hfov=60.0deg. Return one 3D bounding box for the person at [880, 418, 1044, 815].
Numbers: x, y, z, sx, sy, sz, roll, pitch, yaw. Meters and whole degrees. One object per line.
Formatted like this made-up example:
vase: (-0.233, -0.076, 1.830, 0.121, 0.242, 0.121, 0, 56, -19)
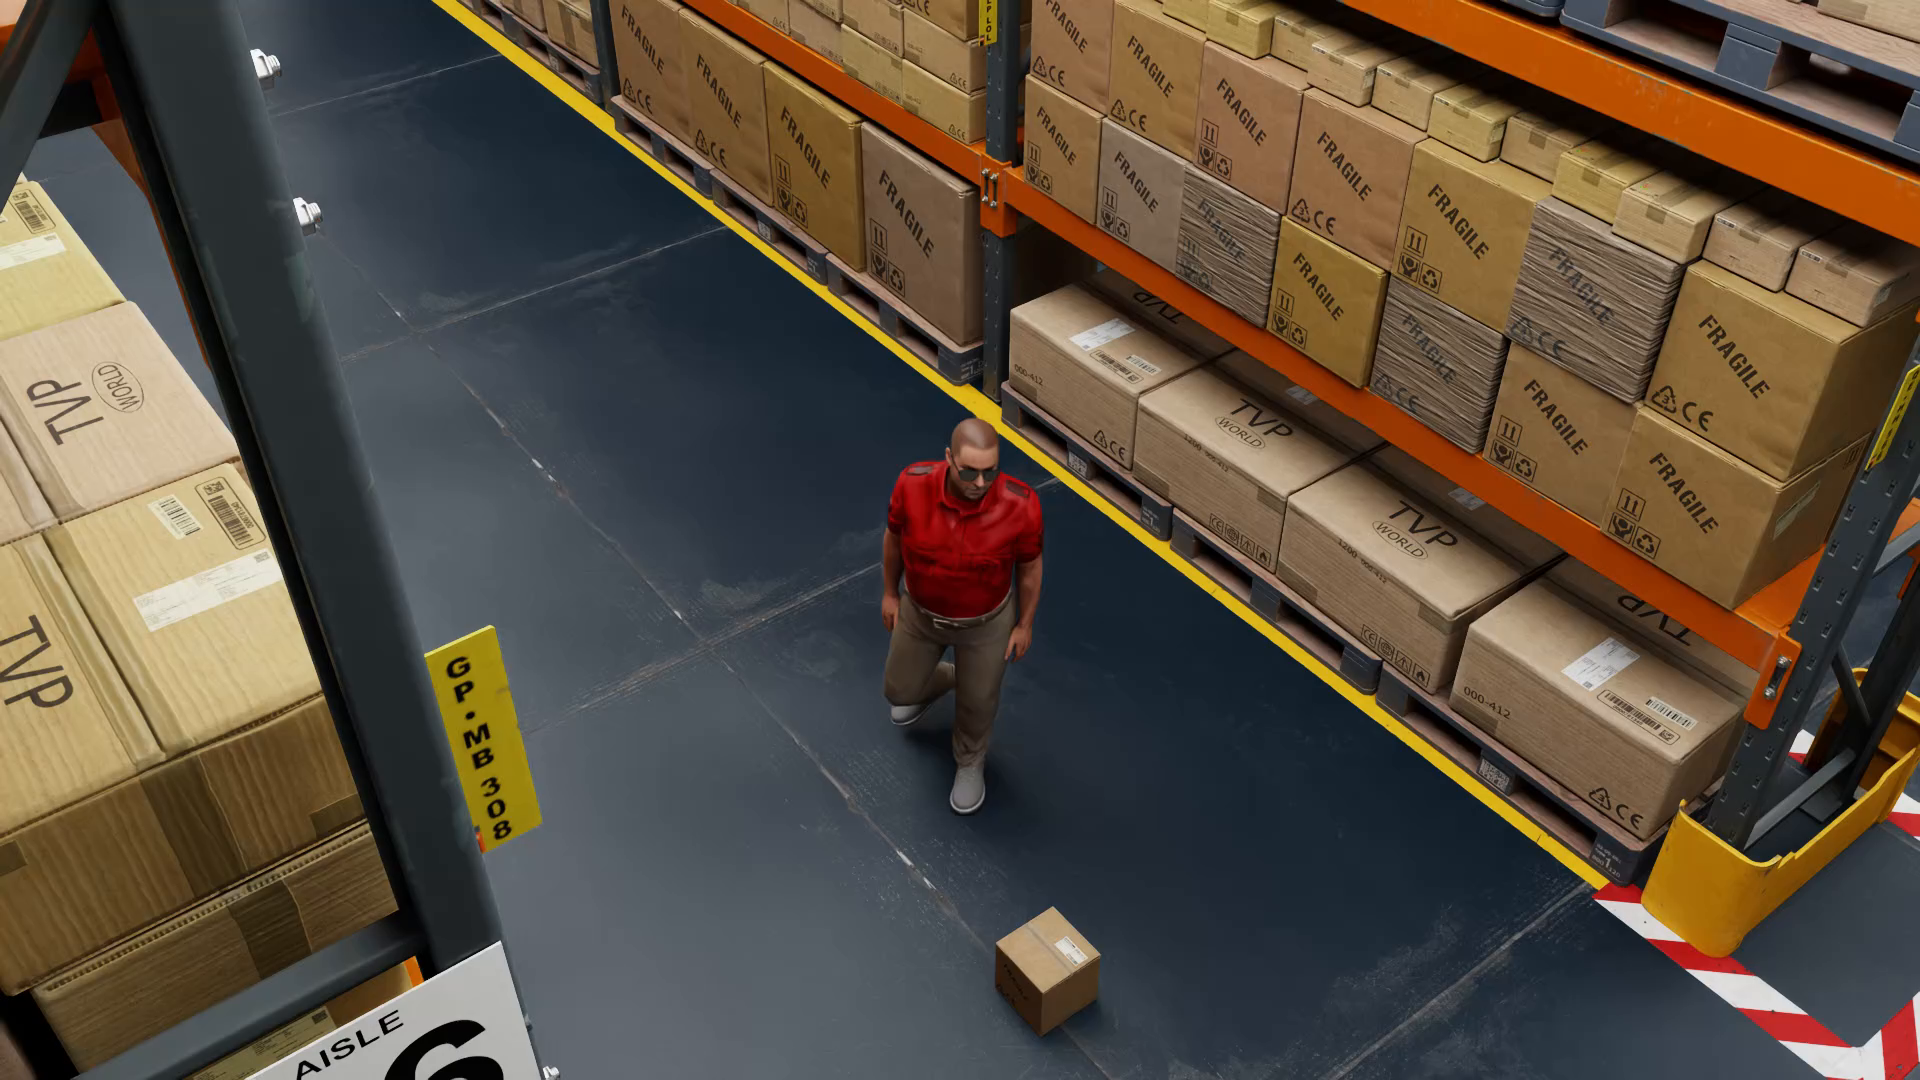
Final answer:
person: (0.001, 0.197, 5.926, 0.606, 1.723, 0.567, 8, 41, 10)
